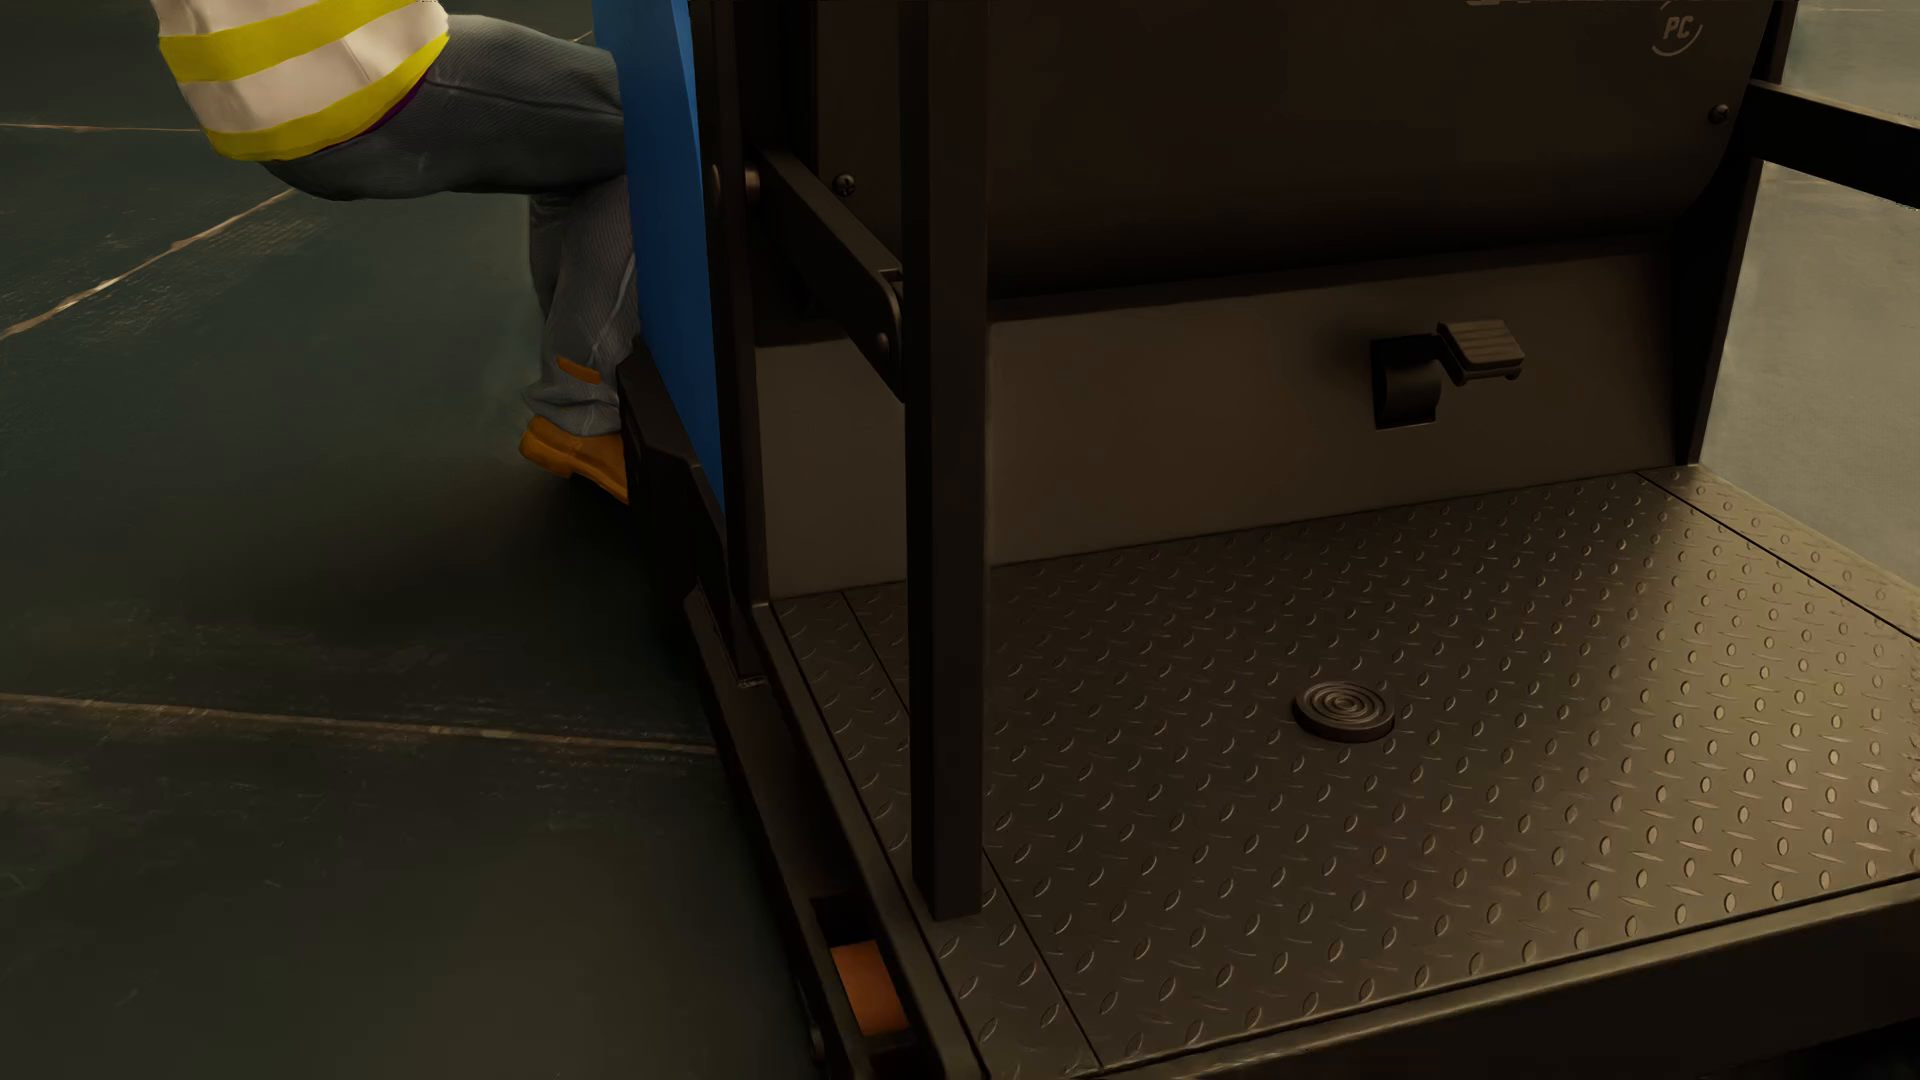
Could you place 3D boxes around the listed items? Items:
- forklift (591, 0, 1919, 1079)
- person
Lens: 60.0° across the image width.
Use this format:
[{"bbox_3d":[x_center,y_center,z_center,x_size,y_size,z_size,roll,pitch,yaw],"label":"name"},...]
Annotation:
[{"bbox_3d":[0.378,-0.916,1.053,1.130,2.935,3.031,-8,28,-16],"label":"forklift"},{"bbox_3d":[-0.640,-0.731,2.265,0.882,1.532,1.109,-23,35,-39],"label":"person"}]
